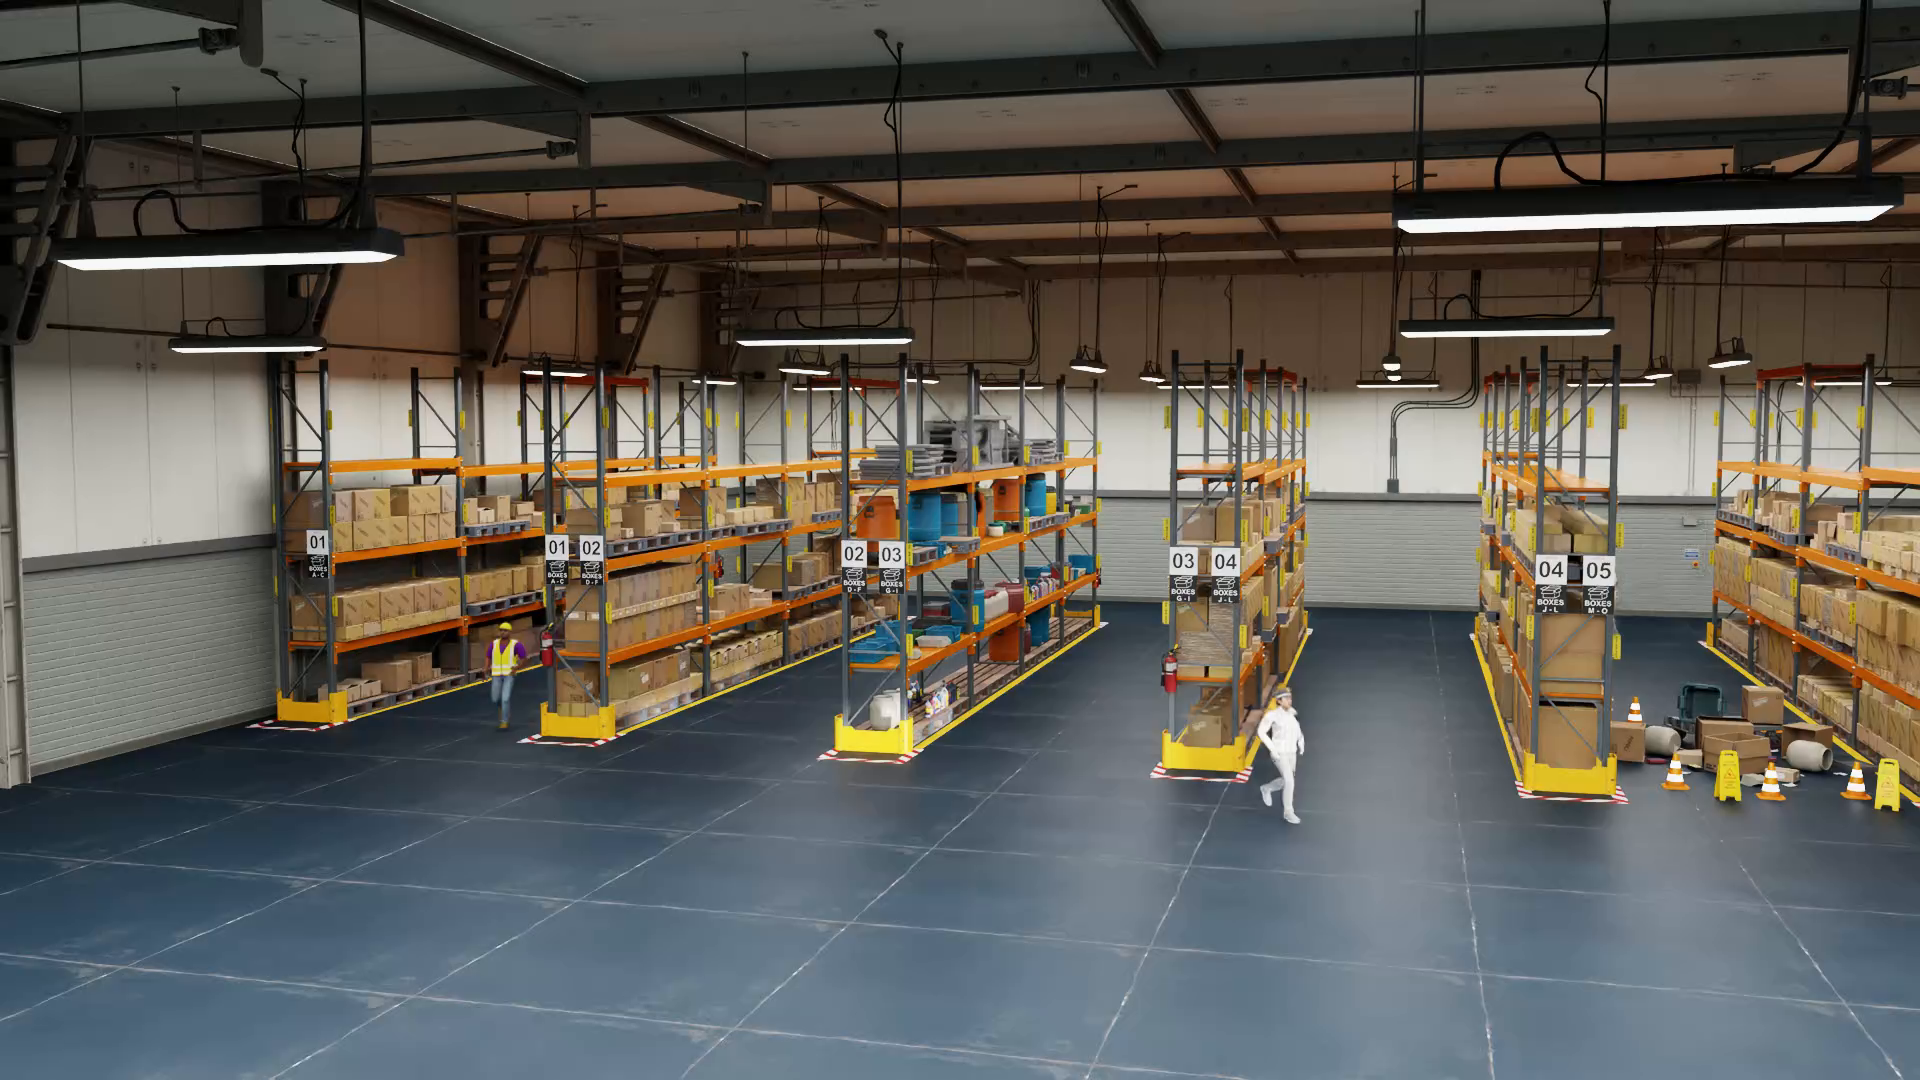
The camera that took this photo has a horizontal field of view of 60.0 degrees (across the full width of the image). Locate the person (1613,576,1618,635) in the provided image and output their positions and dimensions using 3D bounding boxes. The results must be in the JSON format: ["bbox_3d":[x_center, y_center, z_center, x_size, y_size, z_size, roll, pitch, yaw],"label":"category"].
[{"bbox_3d":[14.958,1.350,38.621,0.640,1.768,0.638,1,4,18],"label":"person"}]

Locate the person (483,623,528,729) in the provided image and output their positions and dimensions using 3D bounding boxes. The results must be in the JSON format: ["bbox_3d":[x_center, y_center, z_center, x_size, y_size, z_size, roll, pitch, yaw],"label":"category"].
[{"bbox_3d":[-7.406,2.198,27.066,0.689,1.704,0.605,0,4,1],"label":"person"}]

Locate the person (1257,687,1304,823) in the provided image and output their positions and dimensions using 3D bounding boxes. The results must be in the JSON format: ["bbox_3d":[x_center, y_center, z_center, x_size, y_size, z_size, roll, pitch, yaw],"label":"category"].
[{"bbox_3d":[4.034,2.672,20.964,0.637,1.682,0.765,-3,5,-34],"label":"person"}]
